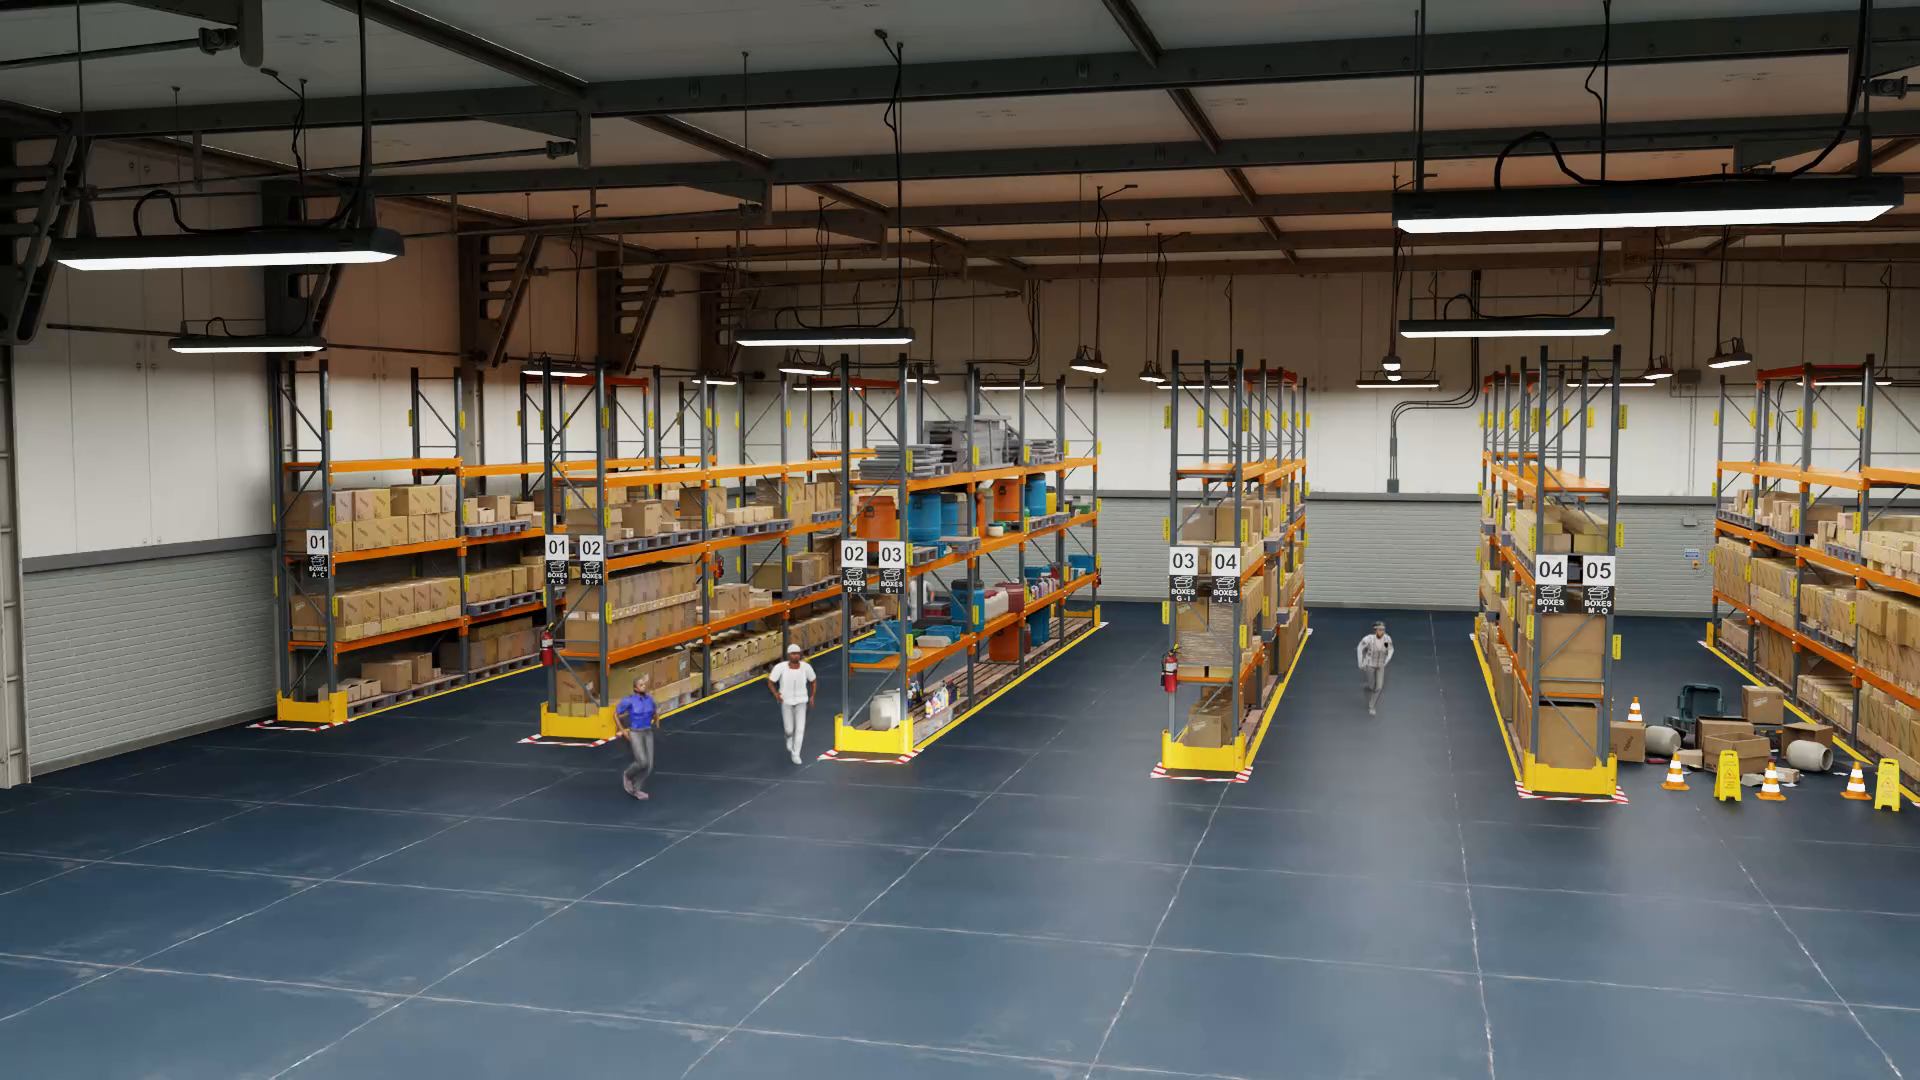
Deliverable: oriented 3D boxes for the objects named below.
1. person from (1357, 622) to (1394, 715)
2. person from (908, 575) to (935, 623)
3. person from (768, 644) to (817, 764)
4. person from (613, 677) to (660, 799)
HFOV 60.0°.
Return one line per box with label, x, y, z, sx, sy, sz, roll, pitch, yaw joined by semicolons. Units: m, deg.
person;7.097;2.172;28.482;0.611;1.623;0.738;-1;4;-8
person;-0.918;1.503;36.373;0.648;1.759;0.640;1;4;10
person;-2.454;2.389;24.479;0.737;1.735;0.606;-1;4;-12
person;-4.202;2.657;21.950;0.500;1.530;0.636;4;6;44
